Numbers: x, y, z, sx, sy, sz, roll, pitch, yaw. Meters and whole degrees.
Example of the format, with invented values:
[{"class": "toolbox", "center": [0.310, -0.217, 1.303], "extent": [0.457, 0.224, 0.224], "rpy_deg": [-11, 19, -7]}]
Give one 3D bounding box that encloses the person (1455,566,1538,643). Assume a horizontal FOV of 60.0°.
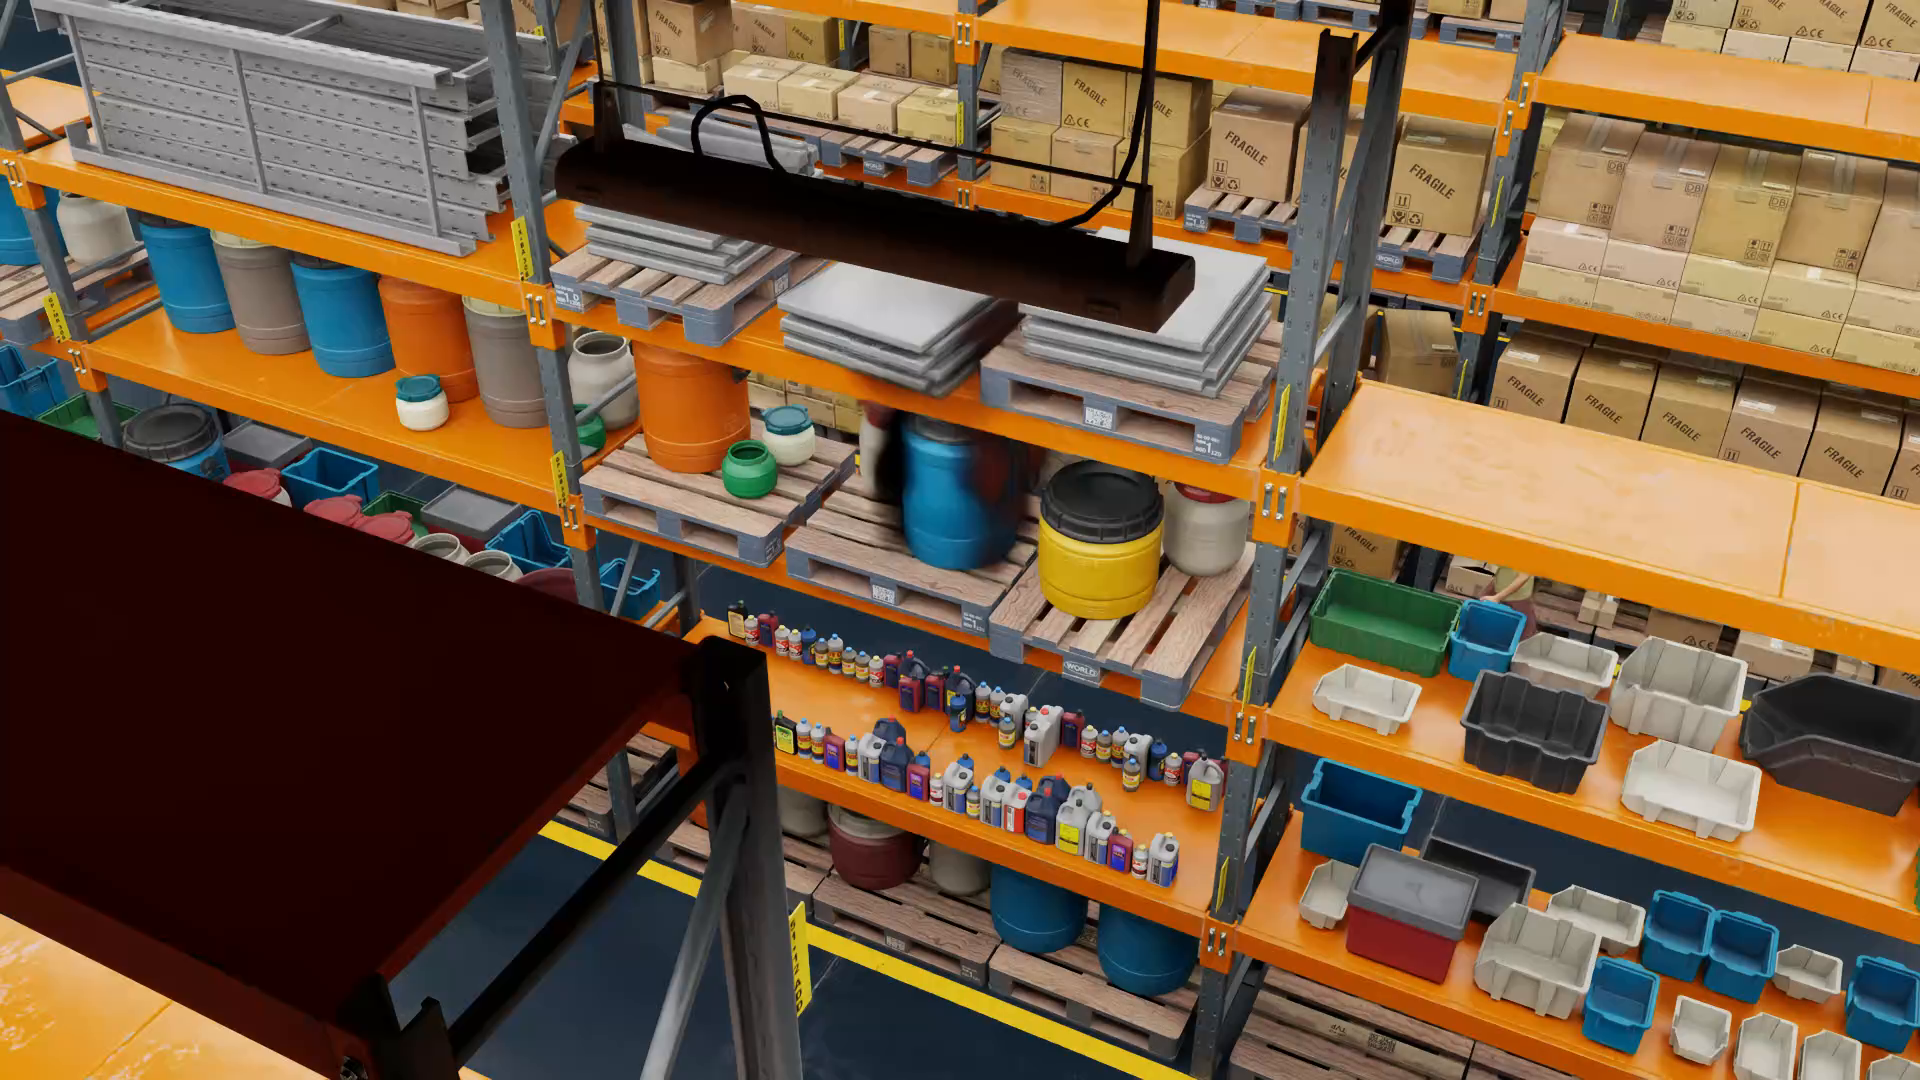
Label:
[{"class": "person", "center": [3.759, 0.328, 11.492], "extent": [1.023, 1.613, 0.582], "rpy_deg": [15, 38, 20]}]
